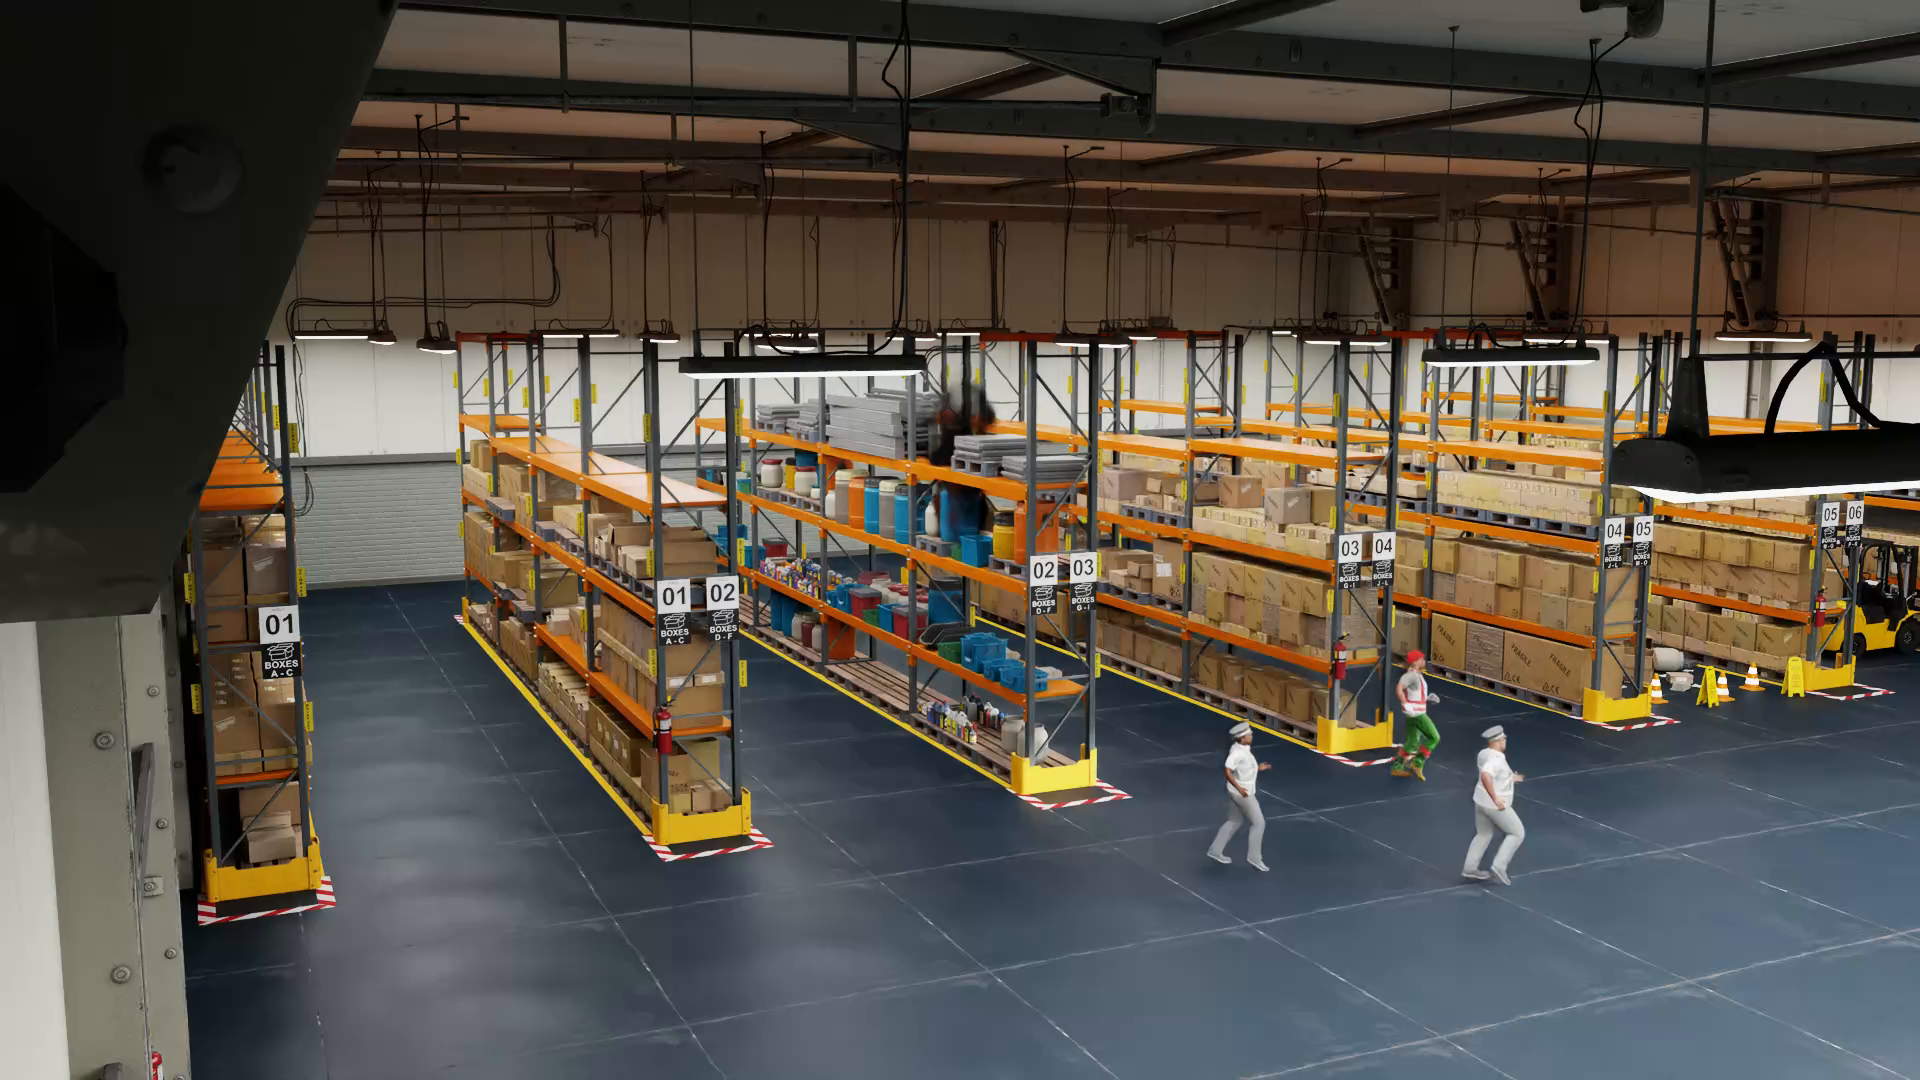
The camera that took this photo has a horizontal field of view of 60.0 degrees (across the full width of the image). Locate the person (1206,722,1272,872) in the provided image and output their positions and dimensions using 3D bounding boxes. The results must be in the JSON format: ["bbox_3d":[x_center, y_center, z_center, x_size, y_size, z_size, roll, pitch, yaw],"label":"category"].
[{"bbox_3d":[3.206,2.936,19.021,0.725,1.754,0.558,0,8,-3],"label":"person"}]

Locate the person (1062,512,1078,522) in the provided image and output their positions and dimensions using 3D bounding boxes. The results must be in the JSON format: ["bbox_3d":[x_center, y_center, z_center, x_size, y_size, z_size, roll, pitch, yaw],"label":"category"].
[{"bbox_3d":[2.673,-0.071,41.428,0.535,1.680,0.783,-5,9,-32],"label":"person"}]

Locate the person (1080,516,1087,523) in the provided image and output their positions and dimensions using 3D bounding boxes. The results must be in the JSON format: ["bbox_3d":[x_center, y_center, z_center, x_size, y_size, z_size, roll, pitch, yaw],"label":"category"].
[{"bbox_3d":[3.219,-0.142,41.617,0.652,1.823,0.702,-6,10,-38],"label":"person"}]

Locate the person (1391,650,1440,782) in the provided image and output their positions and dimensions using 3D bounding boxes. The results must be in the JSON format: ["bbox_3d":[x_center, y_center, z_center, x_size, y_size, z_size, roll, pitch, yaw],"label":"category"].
[{"bbox_3d":[6.257,2.394,22.824,0.631,1.769,0.687,1,8,10],"label":"person"}]

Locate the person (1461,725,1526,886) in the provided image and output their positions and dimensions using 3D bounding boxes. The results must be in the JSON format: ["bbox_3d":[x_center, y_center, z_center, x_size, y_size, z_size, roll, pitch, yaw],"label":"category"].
[{"bbox_3d":[5.988,2.966,18.592,0.694,1.811,0.646,-1,8,-10],"label":"person"}]
